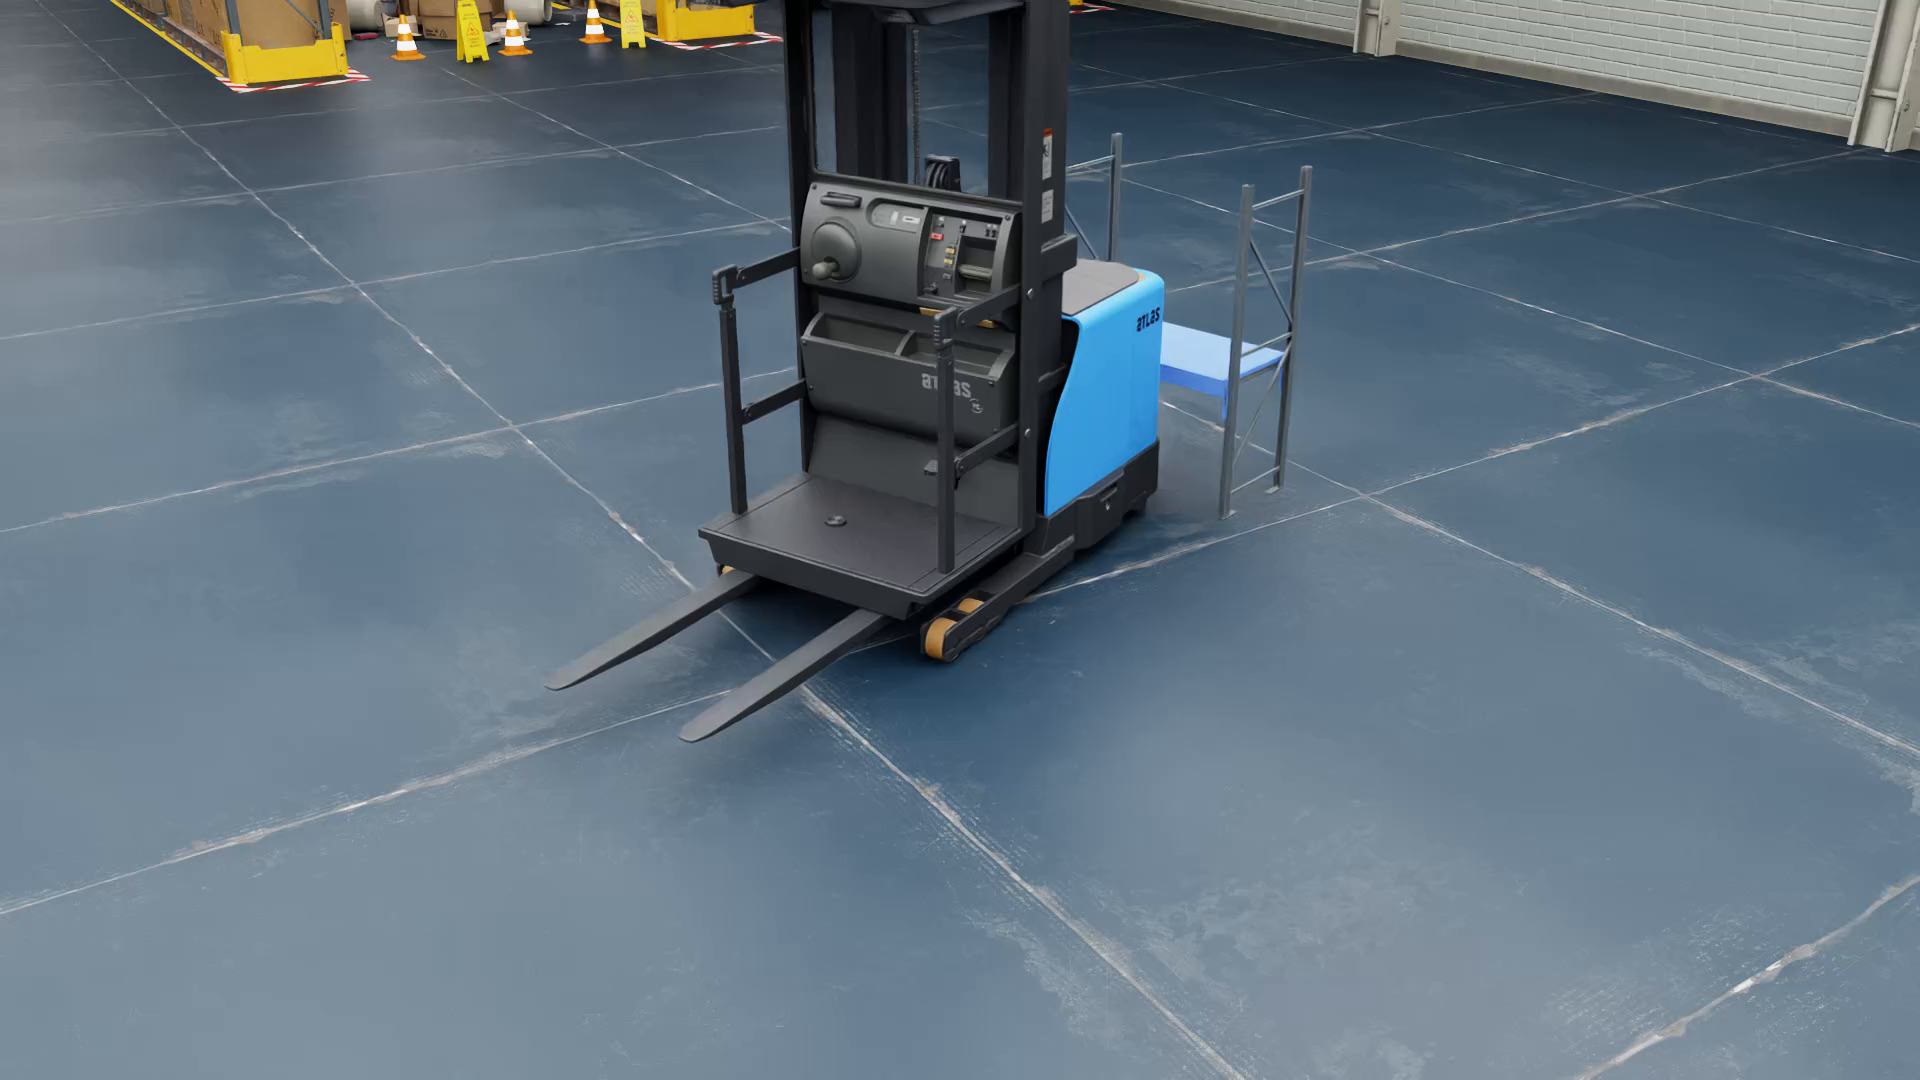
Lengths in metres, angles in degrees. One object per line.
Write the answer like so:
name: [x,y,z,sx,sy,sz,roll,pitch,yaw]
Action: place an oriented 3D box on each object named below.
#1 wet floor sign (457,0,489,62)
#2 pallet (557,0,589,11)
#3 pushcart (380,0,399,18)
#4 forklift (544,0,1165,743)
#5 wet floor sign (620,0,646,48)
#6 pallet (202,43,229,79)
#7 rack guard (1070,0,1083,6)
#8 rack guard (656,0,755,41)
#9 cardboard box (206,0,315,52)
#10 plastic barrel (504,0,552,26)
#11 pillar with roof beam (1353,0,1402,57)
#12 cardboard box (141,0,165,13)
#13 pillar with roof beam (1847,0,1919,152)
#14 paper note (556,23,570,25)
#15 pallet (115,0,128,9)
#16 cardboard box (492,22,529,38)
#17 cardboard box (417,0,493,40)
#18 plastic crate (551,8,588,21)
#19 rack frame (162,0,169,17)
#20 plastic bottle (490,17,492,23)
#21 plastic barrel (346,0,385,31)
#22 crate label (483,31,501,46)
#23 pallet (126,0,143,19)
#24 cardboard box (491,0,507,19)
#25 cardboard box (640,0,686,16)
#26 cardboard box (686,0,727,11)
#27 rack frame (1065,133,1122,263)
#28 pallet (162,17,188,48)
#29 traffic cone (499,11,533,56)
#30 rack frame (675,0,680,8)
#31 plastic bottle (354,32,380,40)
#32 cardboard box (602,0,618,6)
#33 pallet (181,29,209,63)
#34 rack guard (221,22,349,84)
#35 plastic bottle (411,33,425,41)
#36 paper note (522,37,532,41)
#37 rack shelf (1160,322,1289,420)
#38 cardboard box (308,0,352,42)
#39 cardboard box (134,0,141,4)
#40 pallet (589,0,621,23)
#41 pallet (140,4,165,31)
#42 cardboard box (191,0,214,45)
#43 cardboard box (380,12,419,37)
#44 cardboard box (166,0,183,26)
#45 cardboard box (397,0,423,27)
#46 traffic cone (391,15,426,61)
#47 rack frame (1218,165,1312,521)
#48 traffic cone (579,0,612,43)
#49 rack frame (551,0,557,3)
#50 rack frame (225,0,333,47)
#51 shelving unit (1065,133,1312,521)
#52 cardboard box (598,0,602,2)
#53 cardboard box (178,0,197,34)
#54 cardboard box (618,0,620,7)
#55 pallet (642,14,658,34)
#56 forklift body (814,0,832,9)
wet floor sign: [-5.462,-5.676,18.518,0.267,0.644,0.232,-22,33,-38]
pallet: [-4.832,-7.417,22.715,1.003,0.211,1.213,-16,29,-30]
pushcart: [-7.112,-7.175,22.007,0.936,0.377,1.648,18,31,33]
forklift: [-0.323,-1.093,6.133,1.130,2.935,3.031,15,29,29]
wet floor sign: [-3.838,-6.098,19.411,0.267,0.644,0.232,-6,26,-12]
pallet: [-7.639,-5.297,18.223,1.003,0.211,1.213,-16,29,-30]
rack guard: [1.125,-7.499,22.549,1.175,0.500,0.348,-16,29,-30]
rack guard: [-3.087,-6.376,20.172,1.175,0.500,0.348,-16,29,-30]
cardboard box: [-7.563,-5.746,17.905,0.875,0.875,0.875,-15,29,-29]
plastic barrel: [-5.441,-6.701,20.948,0.512,0.421,0.421,3,25,6]
pillar with roof beam: [1.155,-8.660,15.054,9.100,9.000,0.400,-16,29,-30]
cardboard box: [-9.735,-7.094,20.907,1.050,0.750,0.750,-16,29,-30]
pillar with roof beam: [4.431,-6.514,10.508,9.100,9.000,0.400,-16,29,-30]
paper note: [-5.039,-6.556,21.102,0.148,0.019,0.142,18,31,33]
pallet: [-11.137,-7.591,23.082,1.003,0.211,1.213,-16,29,-30]
cardboard box: [-5.453,-6.188,20.184,0.380,0.149,0.250,-1,25,-3]
cardboard box: [-6.125,-6.389,20.194,0.637,0.503,0.797,7,26,15]
plastic crate: [-5.059,-6.837,21.640,0.583,0.080,0.402,18,31,33]
rack frame: [-9.321,-7.721,20.091,1.000,3.000,0.127,-16,29,-30]
plastic bottle: [-6.095,-6.683,21.335,0.133,0.061,0.283,-10,27,-21]
plastic barrel: [-7.416,-6.507,20.539,0.512,0.421,0.421,3,25,6]
crate label: [-5.586,-5.925,19.640,0.298,0.136,0.250,12,28,24]
pallet: [-10.475,-7.155,22.159,1.003,0.211,1.213,-16,29,-30]
cardboard box: [-5.784,-7.081,21.661,0.500,0.500,0.500,3,25,6]
cardboard box: [-3.725,-6.661,20.576,0.500,0.250,0.500,-16,29,-30]
cardboard box: [-3.254,-6.779,20.825,0.500,0.250,0.500,-16,30,-30]
rack frame: [0.578,-1.140,7.907,0.032,1.500,0.500,21,32,37]
pallet: [-8.971,-6.169,20.071,1.003,0.211,1.213,-16,29,-30]
traffic cone: [-5.105,-5.805,19.005,0.336,0.463,0.334,-16,29,-30]
rack frame: [-3.045,-7.480,19.580,1.000,3.000,0.127,-16,29,-30]
plastic bottle: [-7.146,-6.079,20.057,0.133,0.061,0.283,18,31,33]
cardboard box: [-4.278,-7.026,21.348,0.500,0.250,0.500,-17,30,-31]
pallet: [-8.301,-5.733,19.146,1.003,0.211,1.213,-16,29,-30]
rack guard: [-7.124,-5.151,17.576,1.175,0.500,0.348,-16,29,-30]
plastic bottle: [-6.579,-6.051,19.996,0.283,0.061,0.133,18,31,33]
paper note: [-5.229,-6.011,19.948,0.142,0.019,0.148,18,31,33]
rack shelf: [0.956,-0.832,7.676,1.000,0.185,0.538,21,32,37]
cardboard box: [-7.614,-6.275,19.954,0.500,0.500,0.500,-10,27,-21]
cardboard box: [-10.258,-7.440,21.640,1.050,0.750,0.750,-16,29,-30]
pallet: [-4.162,-6.981,21.790,1.003,0.211,1.213,-16,29,-30]
pallet: [-9.805,-6.718,21.234,1.003,0.211,1.213,-16,29,-30]
cardboard box: [-8.045,-6.060,18.571,0.875,0.875,0.875,-16,30,-30]
cardboard box: [-6.839,-6.299,20.281,0.396,0.266,0.258,-10,27,-21]
cardboard box: [-9.036,-6.708,19.944,0.875,0.875,0.875,-15,29,-29]
cardboard box: [-6.643,-6.783,20.870,0.797,0.637,0.503,-16,29,-30]
traffic cone: [-6.237,-5.664,18.705,0.336,0.463,0.334,-16,29,-30]
rack frame: [1.333,-0.849,7.291,0.032,1.500,0.500,21,32,37]
traffic cone: [-4.361,-6.186,19.811,0.336,0.463,0.334,-16,29,-30]
rack frame: [-5.229,-8.910,22.611,1.000,3.000,0.127,-16,29,-30]
rack frame: [-7.137,-6.290,17.060,1.000,3.000,0.127,-16,29,-30]
shelving unit: [0.956,-0.994,7.599,1.048,1.500,0.538,21,32,37]
cardboard box: [-4.540,-7.205,21.729,0.500,0.250,0.500,-16,30,-30]
cardboard box: [-8.541,-6.387,19.263,0.875,0.875,0.875,-15,29,-29]
cardboard box: [-3.988,-6.840,20.954,0.500,0.250,0.500,-15,29,-29]
pallet: [-3.500,-6.545,20.866,1.003,0.211,1.213,-16,29,-30]
forklift body: [-1.452,-8.507,22.751,2.313,2.155,1.214,-16,29,-30]
